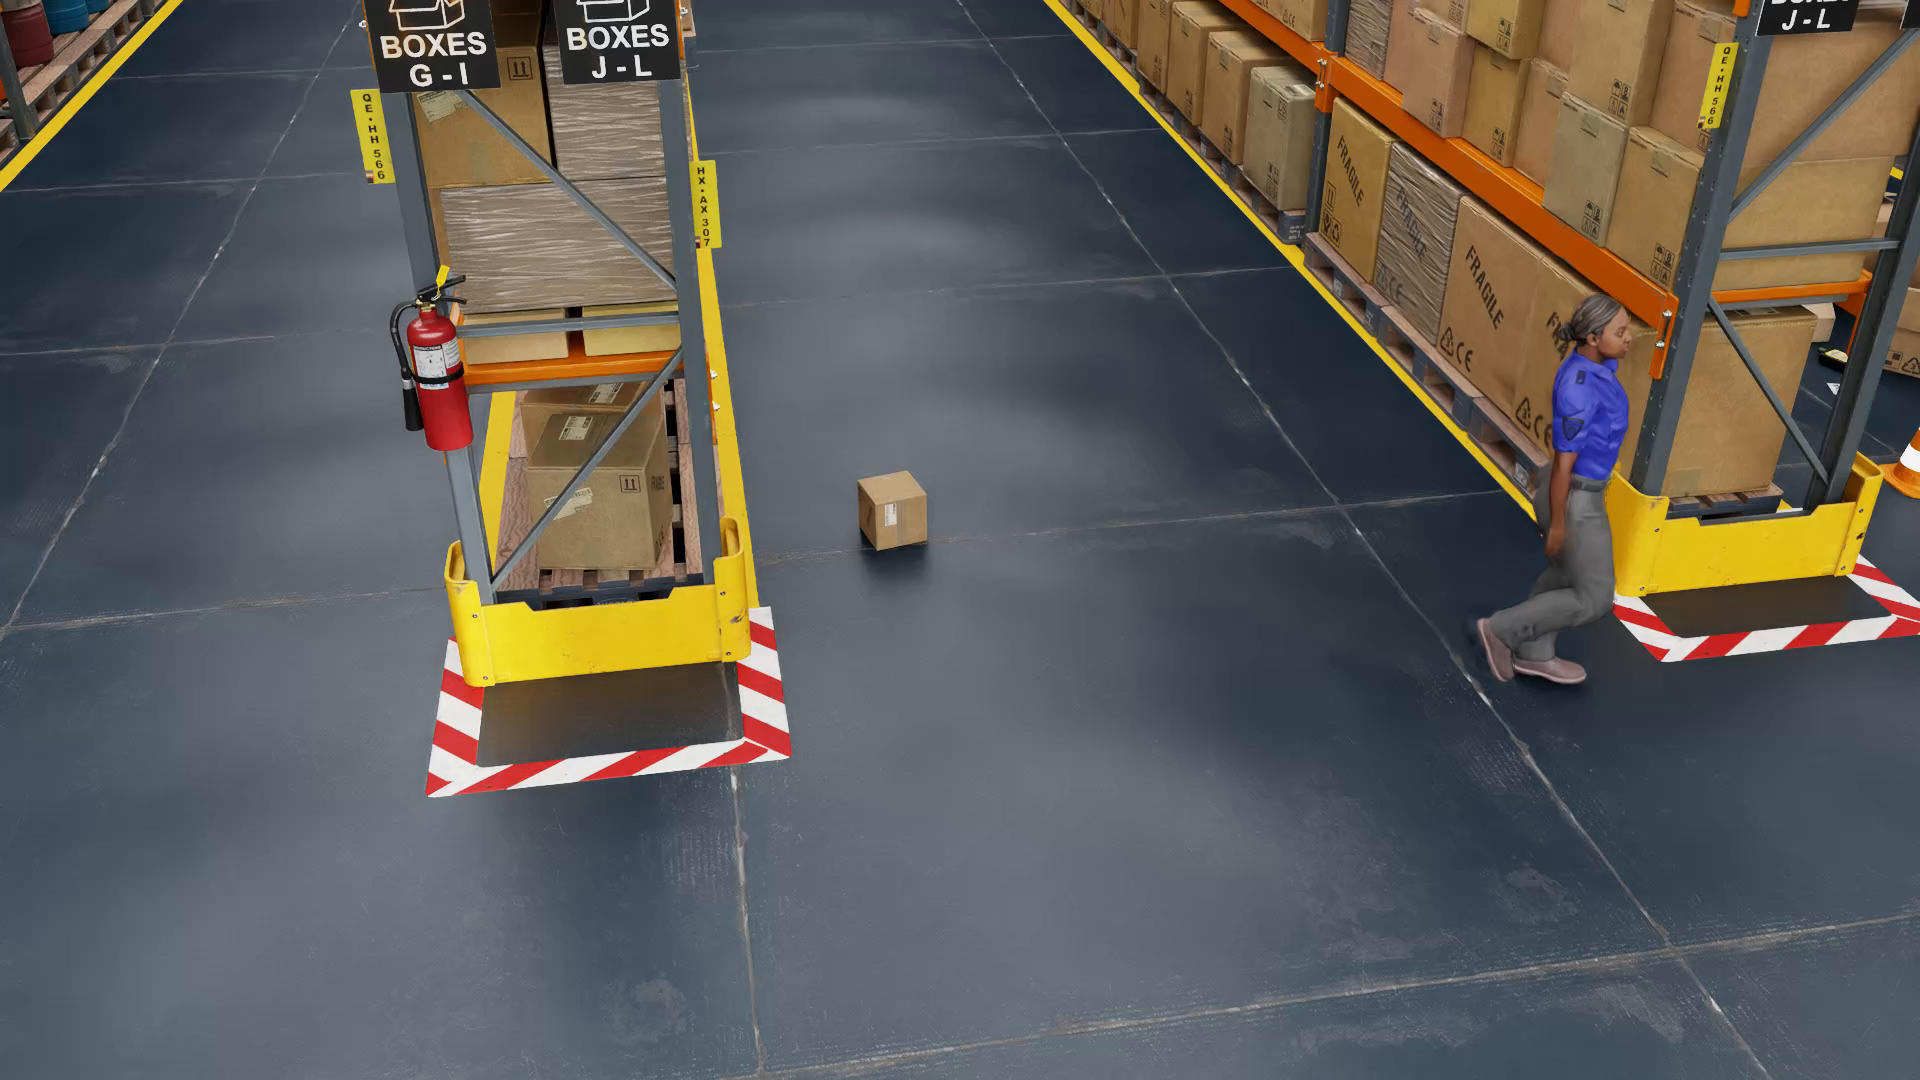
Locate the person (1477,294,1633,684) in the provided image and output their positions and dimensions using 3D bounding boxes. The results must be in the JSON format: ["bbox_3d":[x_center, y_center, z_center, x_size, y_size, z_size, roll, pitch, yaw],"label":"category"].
[{"bbox_3d":[2.320,-0.156,6.354,0.475,1.644,0.453,11,33,18],"label":"person"}]
